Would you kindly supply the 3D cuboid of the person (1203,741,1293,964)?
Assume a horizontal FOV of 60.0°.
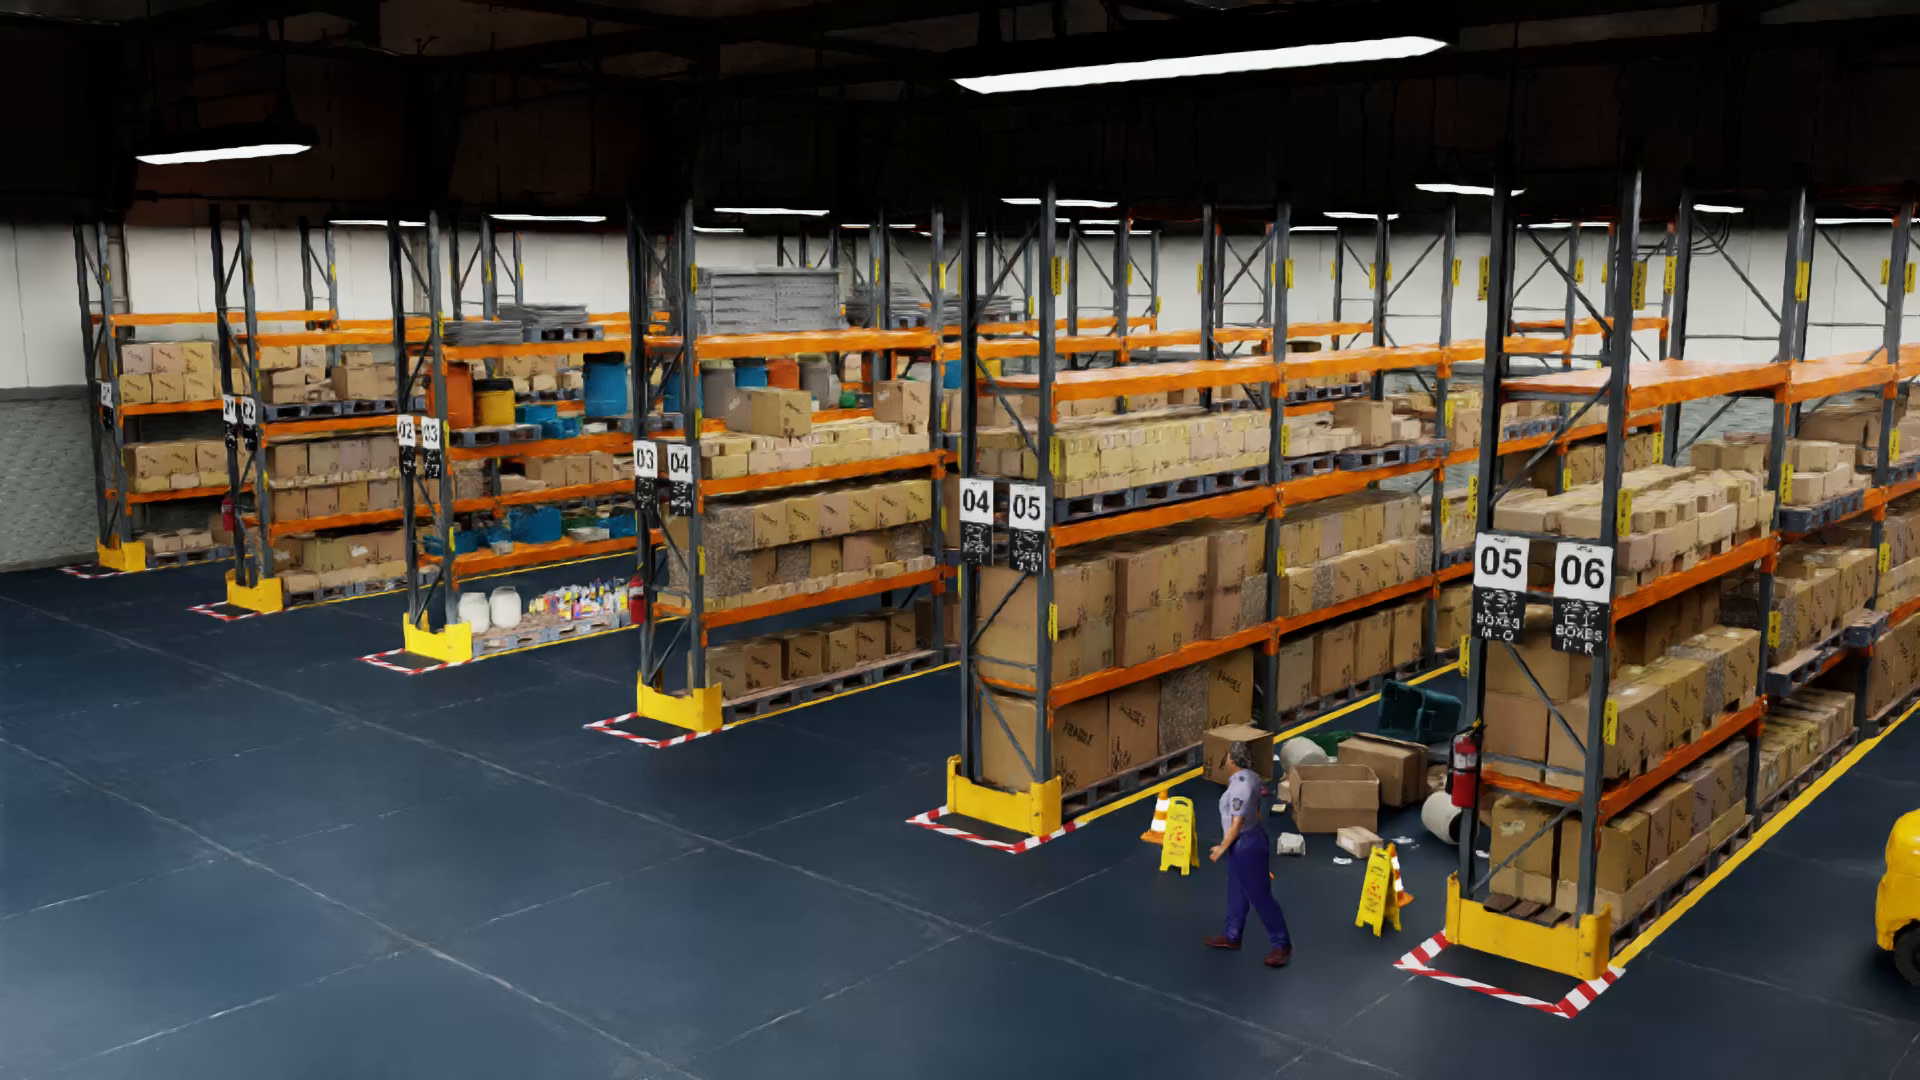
[{"bbox_3d":[2.165,2.317,12.462,0.678,1.633,0.510,2,10,14],"label":"person"}]
